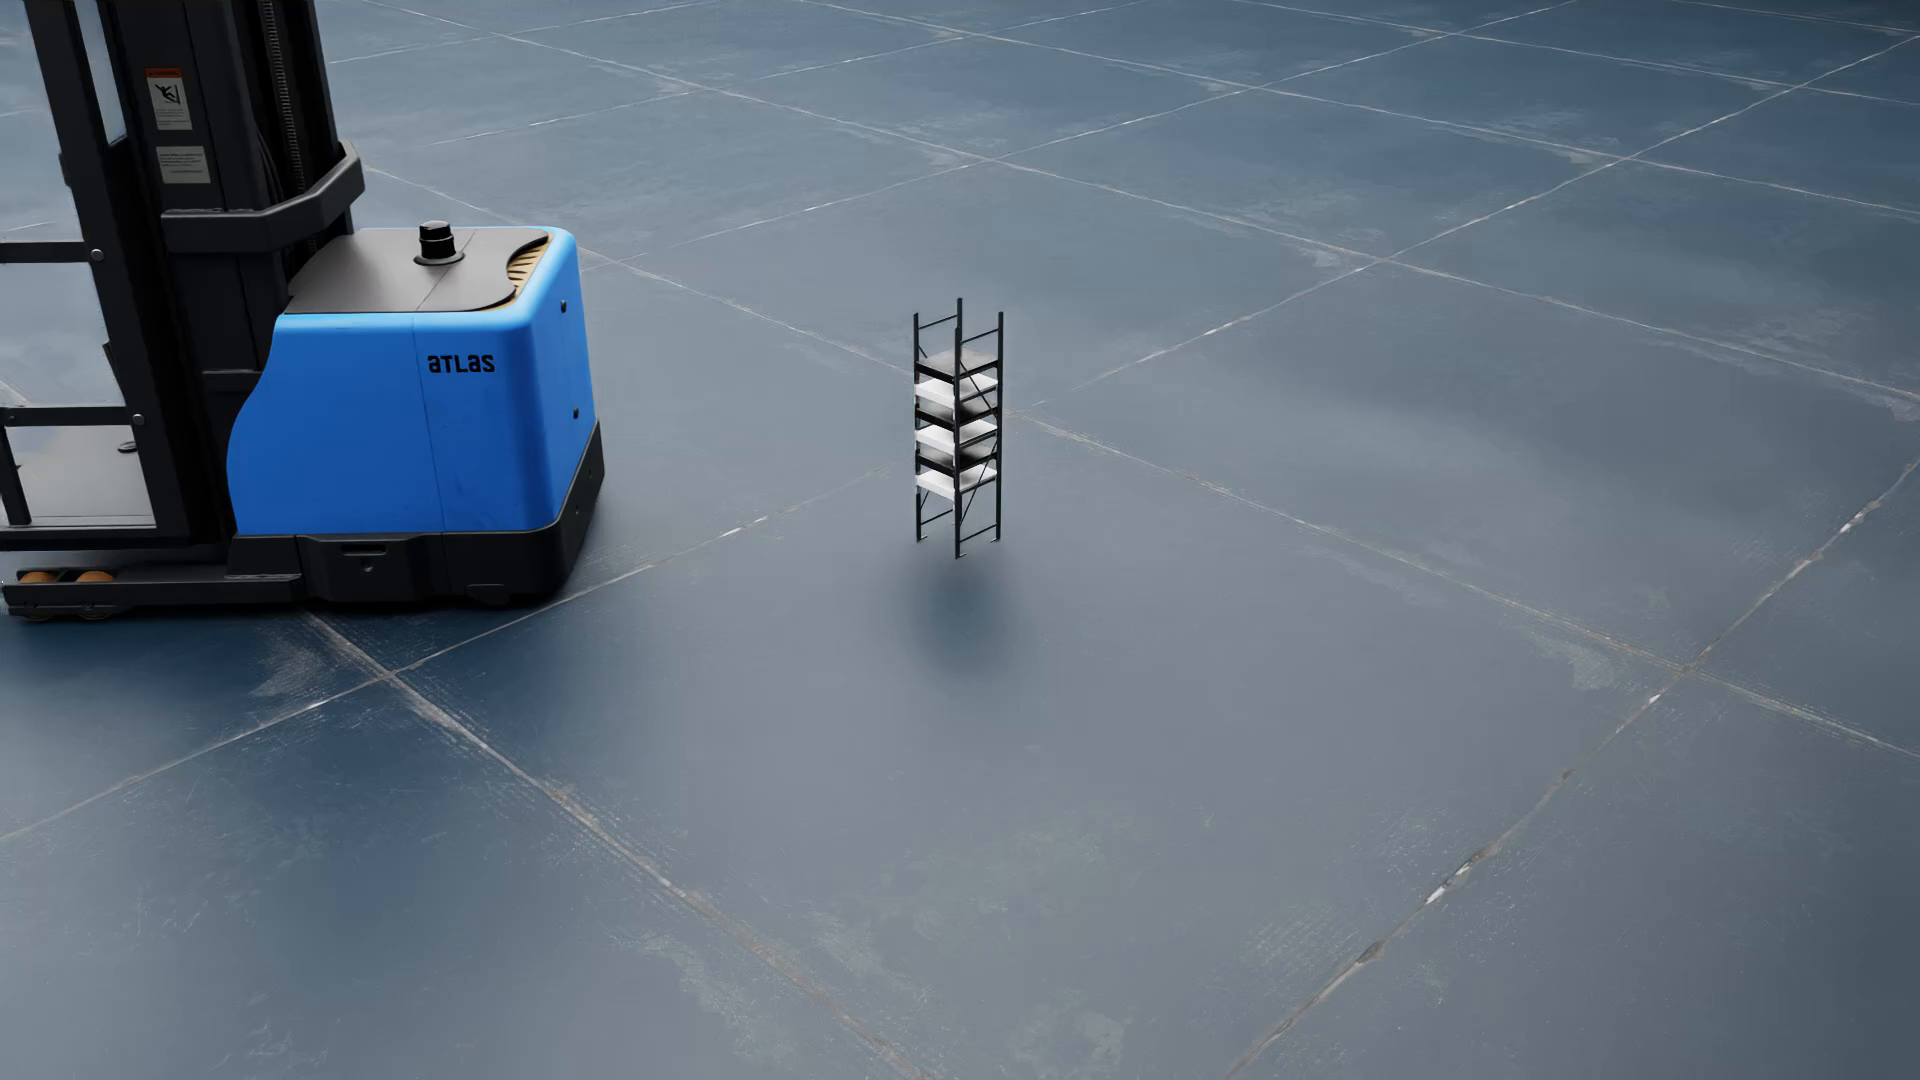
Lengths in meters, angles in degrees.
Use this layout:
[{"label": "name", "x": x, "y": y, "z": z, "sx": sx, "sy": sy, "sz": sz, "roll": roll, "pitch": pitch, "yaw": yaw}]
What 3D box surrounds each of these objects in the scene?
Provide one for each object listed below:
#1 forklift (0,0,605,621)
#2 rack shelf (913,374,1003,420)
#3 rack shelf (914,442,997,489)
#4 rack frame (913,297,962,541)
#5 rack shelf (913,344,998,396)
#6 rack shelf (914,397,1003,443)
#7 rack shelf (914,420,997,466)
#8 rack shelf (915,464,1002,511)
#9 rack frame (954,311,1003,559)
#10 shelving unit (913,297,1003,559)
[{"label": "forklift", "x": -2.905, "y": -1.269, "z": 5.514, "sx": 3.031, "sy": 2.935, "sz": 1.130, "roll": -1, "pitch": 28, "yaw": -2}, {"label": "rack shelf", "x": -0.006, "y": -0.531, "z": 5.977, "sx": 0.200, "sy": 0.077, "sz": 0.258, "roll": 25, "pitch": 36, "yaw": 38}, {"label": "rack shelf", "x": -0.006, "y": -0.292, "z": 6.103, "sx": 0.200, "sy": 0.077, "sz": 0.258, "roll": 25, "pitch": 36, "yaw": 38}, {"label": "rack frame", "x": -0.078, "y": -0.434, "z": 6.109, "sx": 0.006, "sy": 0.900, "sz": 0.240, "roll": 25, "pitch": 36, "yaw": 38}, {"label": "rack shelf", "x": -0.006, "y": -0.610, "z": 5.935, "sx": 0.200, "sy": 0.077, "sz": 0.258, "roll": 25, "pitch": 36, "yaw": 38}, {"label": "rack shelf", "x": -0.006, "y": -0.451, "z": 6.019, "sx": 0.200, "sy": 0.077, "sz": 0.258, "roll": 25, "pitch": 36, "yaw": 38}, {"label": "rack shelf", "x": -0.006, "y": -0.371, "z": 6.061, "sx": 0.200, "sy": 0.077, "sz": 0.258, "roll": 25, "pitch": 36, "yaw": 38}, {"label": "rack shelf", "x": -0.006, "y": -0.212, "z": 6.145, "sx": 0.200, "sy": 0.077, "sz": 0.258, "roll": 25, "pitch": 36, "yaw": 38}, {"label": "rack frame", "x": 0.067, "y": -0.368, "z": 5.983, "sx": 0.006, "sy": 0.900, "sz": 0.240, "roll": 25, "pitch": 36, "yaw": 38}, {"label": "shelving unit", "x": -0.006, "y": -0.401, "z": 6.046, "sx": 0.210, "sy": 0.900, "sz": 0.258, "roll": 25, "pitch": 36, "yaw": 38}]
